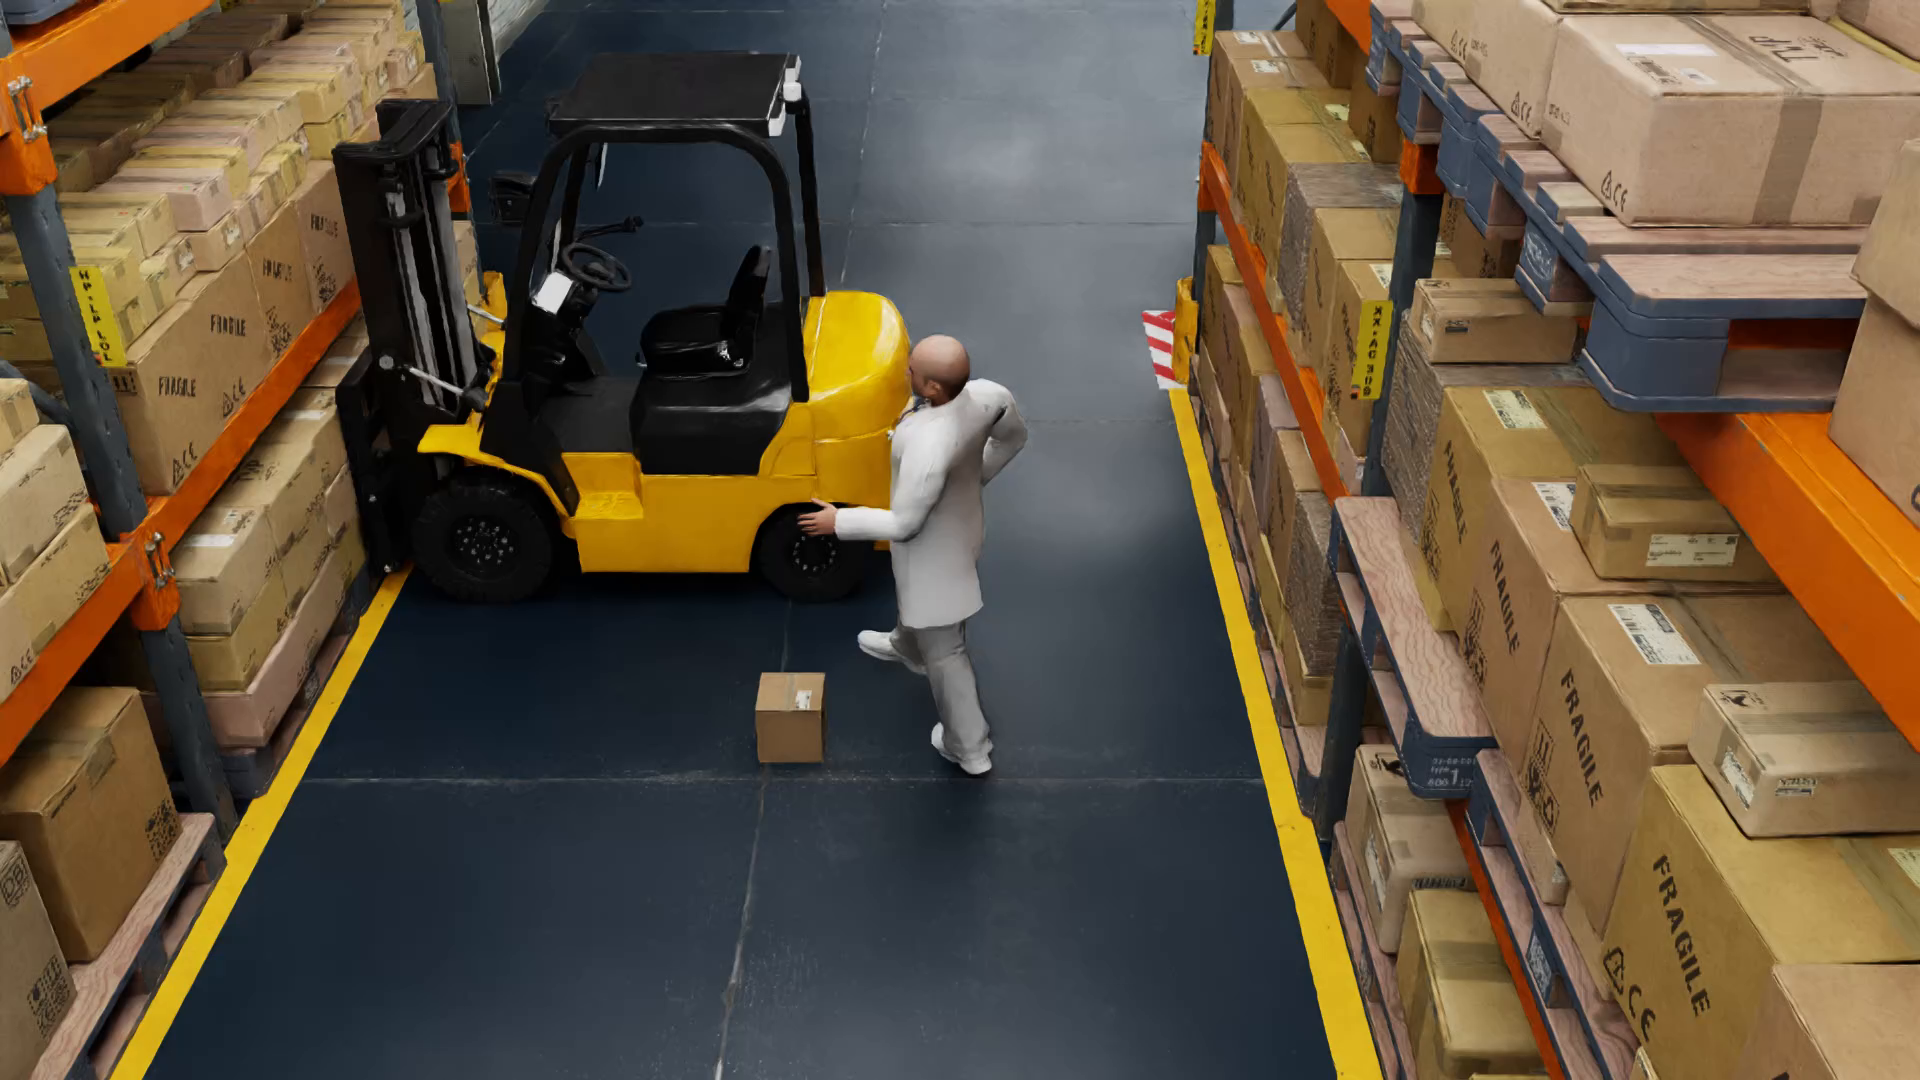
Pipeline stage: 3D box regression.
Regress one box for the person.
[{"bbox_3d":[-0.200,0.010,6.147,0.844,1.799,0.759,15,34,23],"label":"person"}]
